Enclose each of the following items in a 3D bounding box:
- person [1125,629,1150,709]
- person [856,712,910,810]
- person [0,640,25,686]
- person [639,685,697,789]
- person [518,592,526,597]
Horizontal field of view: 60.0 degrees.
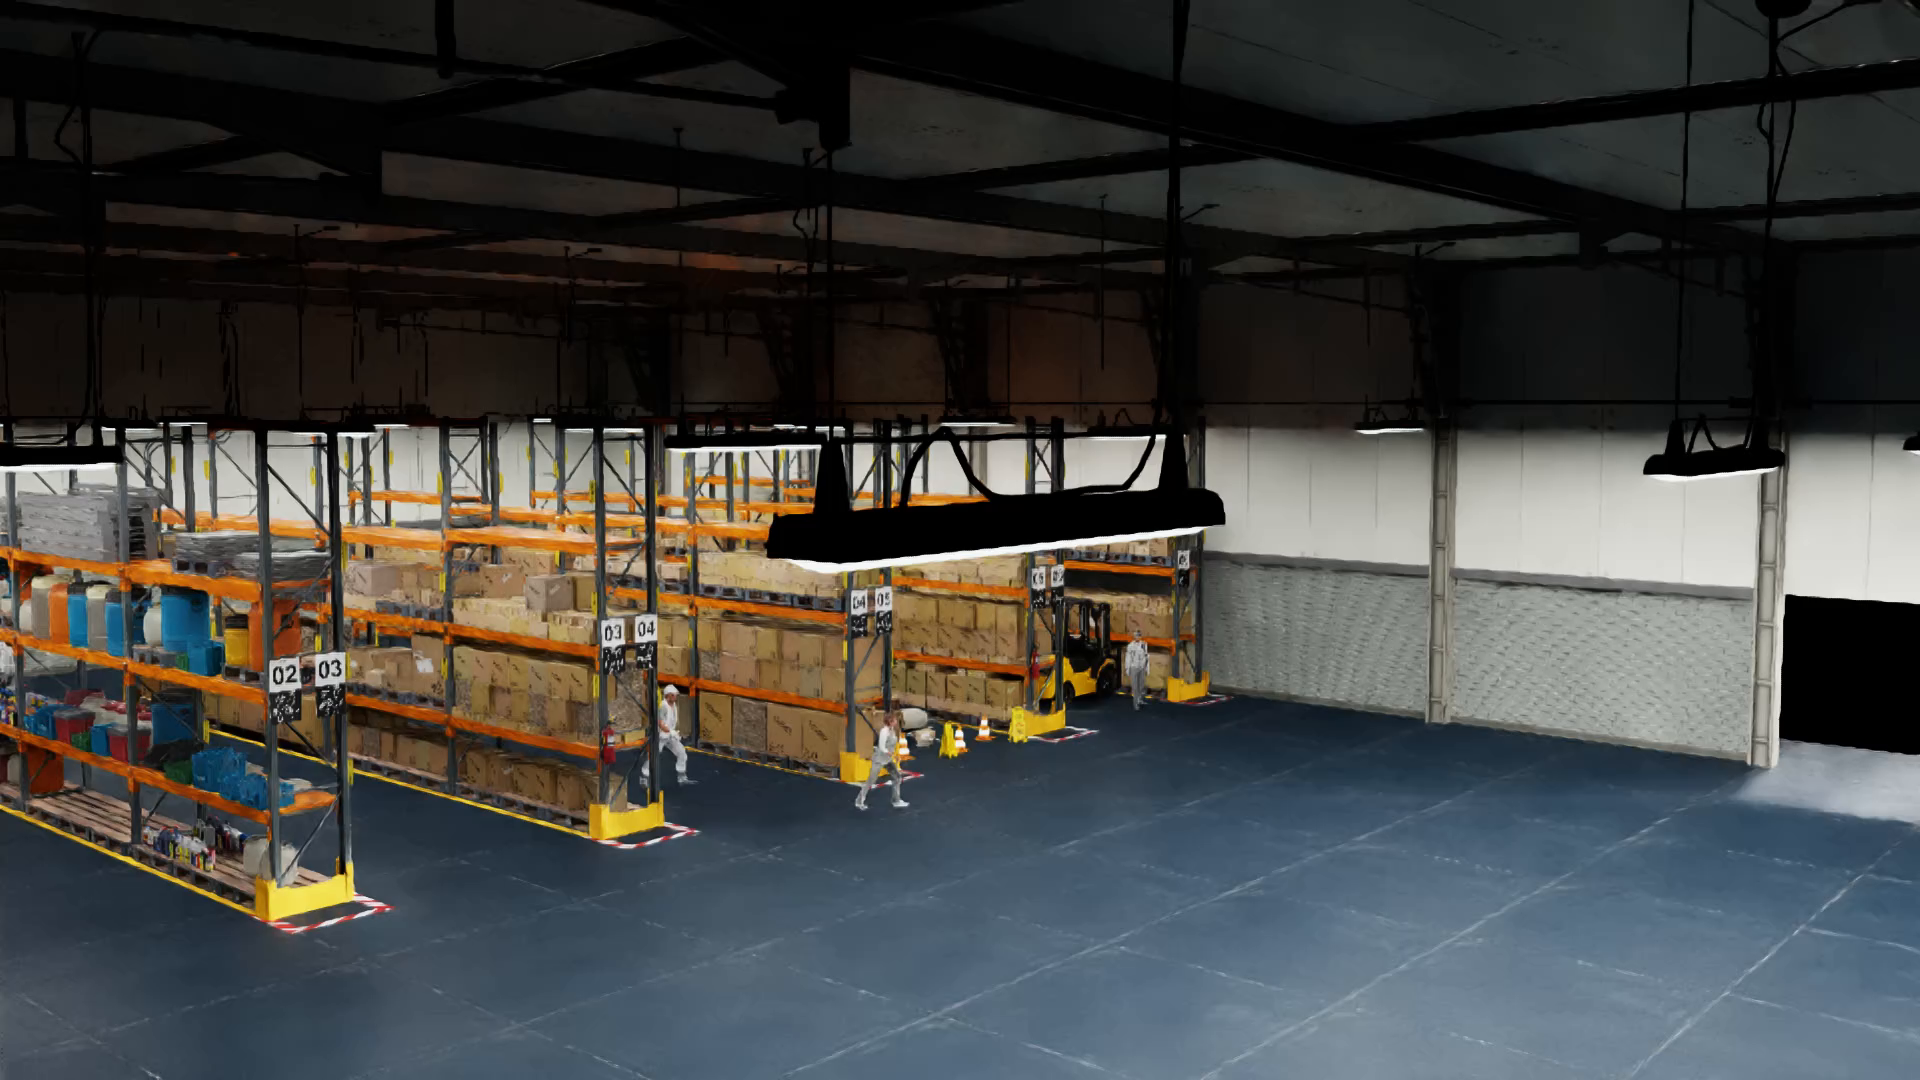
[{"bbox_3d":[3.665,2.647,34.457,0.513,1.665,0.547,-1,5,-12],"label":"person"},{"bbox_3d":[-1.210,3.415,25.817,0.788,1.515,0.561,2,5,23],"label":"person"},{"bbox_3d":[-19.436,2.664,33.912,0.536,1.715,0.682,4,6,39],"label":"person"},{"bbox_3d":[-4.822,3.203,27.167,0.827,1.715,0.678,2,5,23],"label":"person"},{"bbox_3d":[-10.400,2.118,39.873,0.469,1.782,0.609,-4,6,-42],"label":"person"}]
